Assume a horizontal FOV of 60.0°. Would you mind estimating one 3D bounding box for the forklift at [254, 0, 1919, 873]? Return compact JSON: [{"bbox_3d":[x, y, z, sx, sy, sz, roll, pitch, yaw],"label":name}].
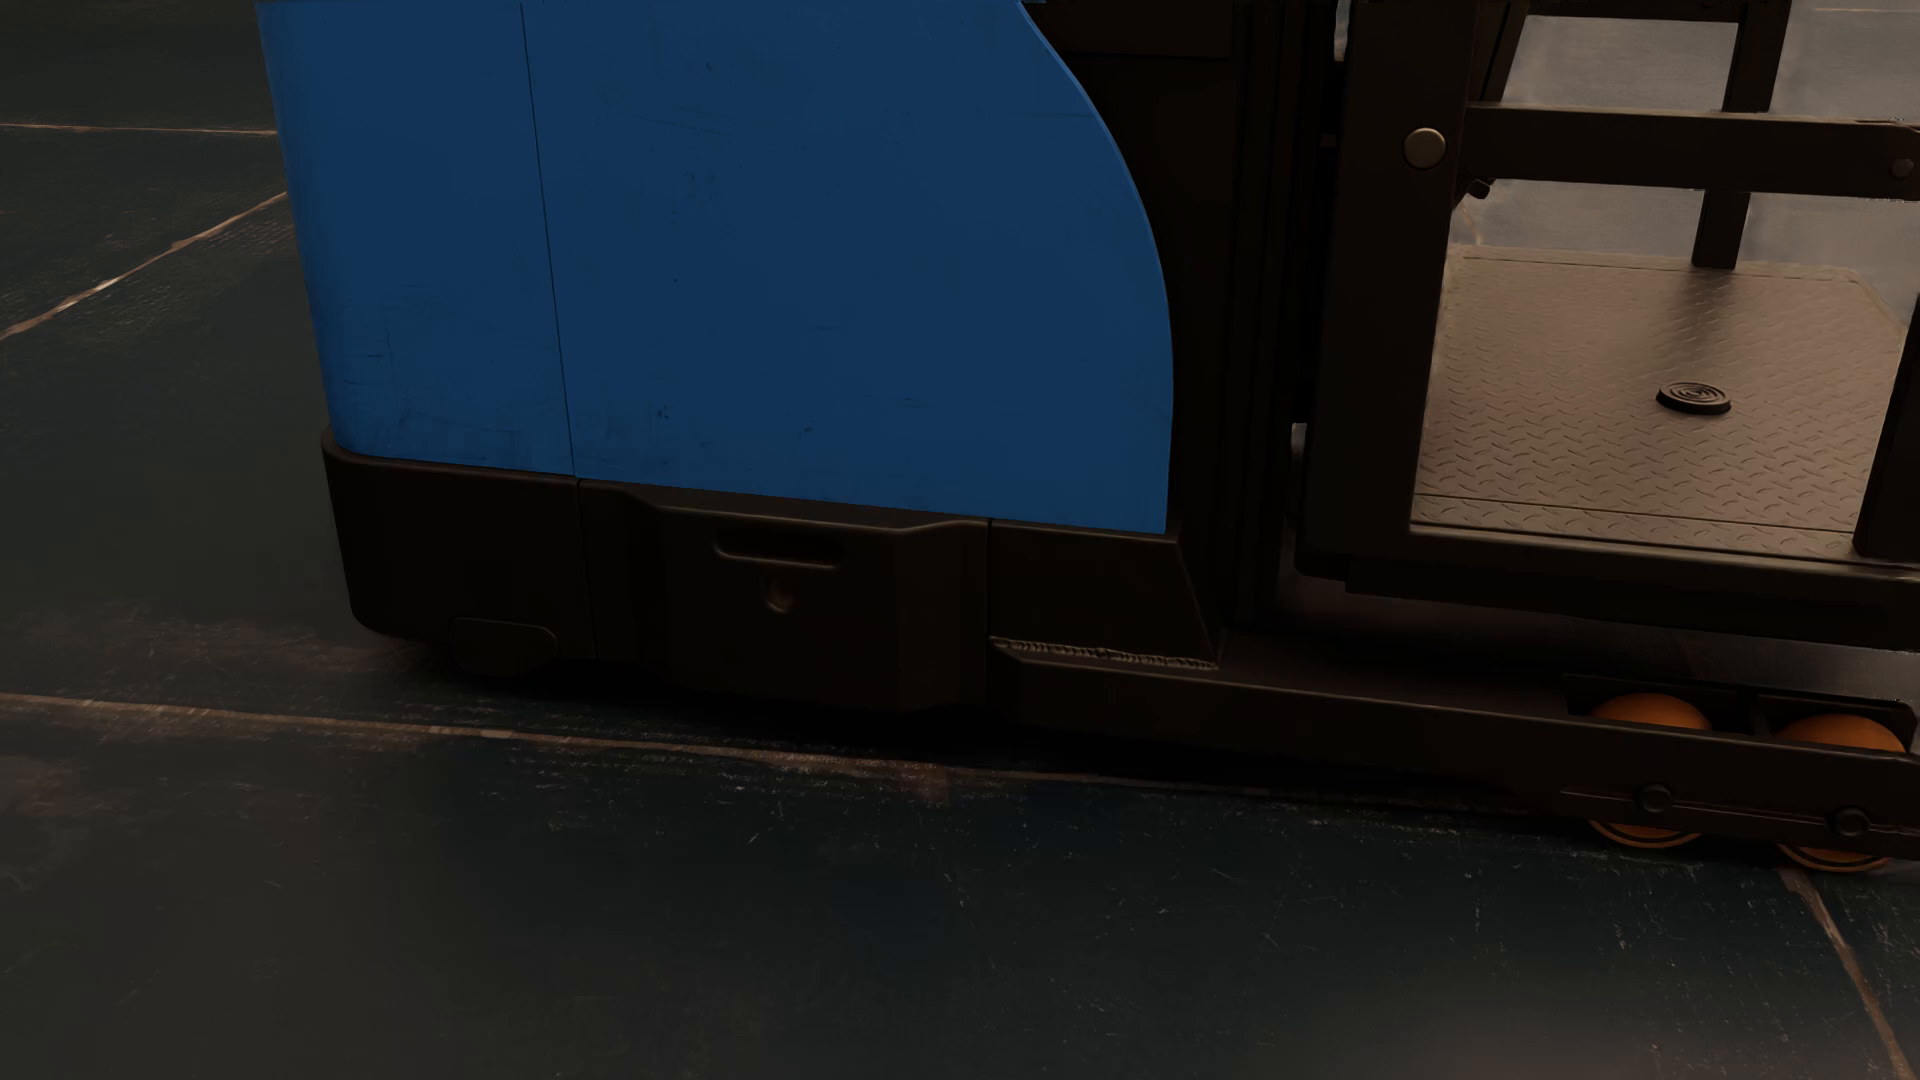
[{"bbox_3d":[0.777,-1.216,1.654,3.031,2.935,1.130,6,27,11],"label":"forklift"}]
